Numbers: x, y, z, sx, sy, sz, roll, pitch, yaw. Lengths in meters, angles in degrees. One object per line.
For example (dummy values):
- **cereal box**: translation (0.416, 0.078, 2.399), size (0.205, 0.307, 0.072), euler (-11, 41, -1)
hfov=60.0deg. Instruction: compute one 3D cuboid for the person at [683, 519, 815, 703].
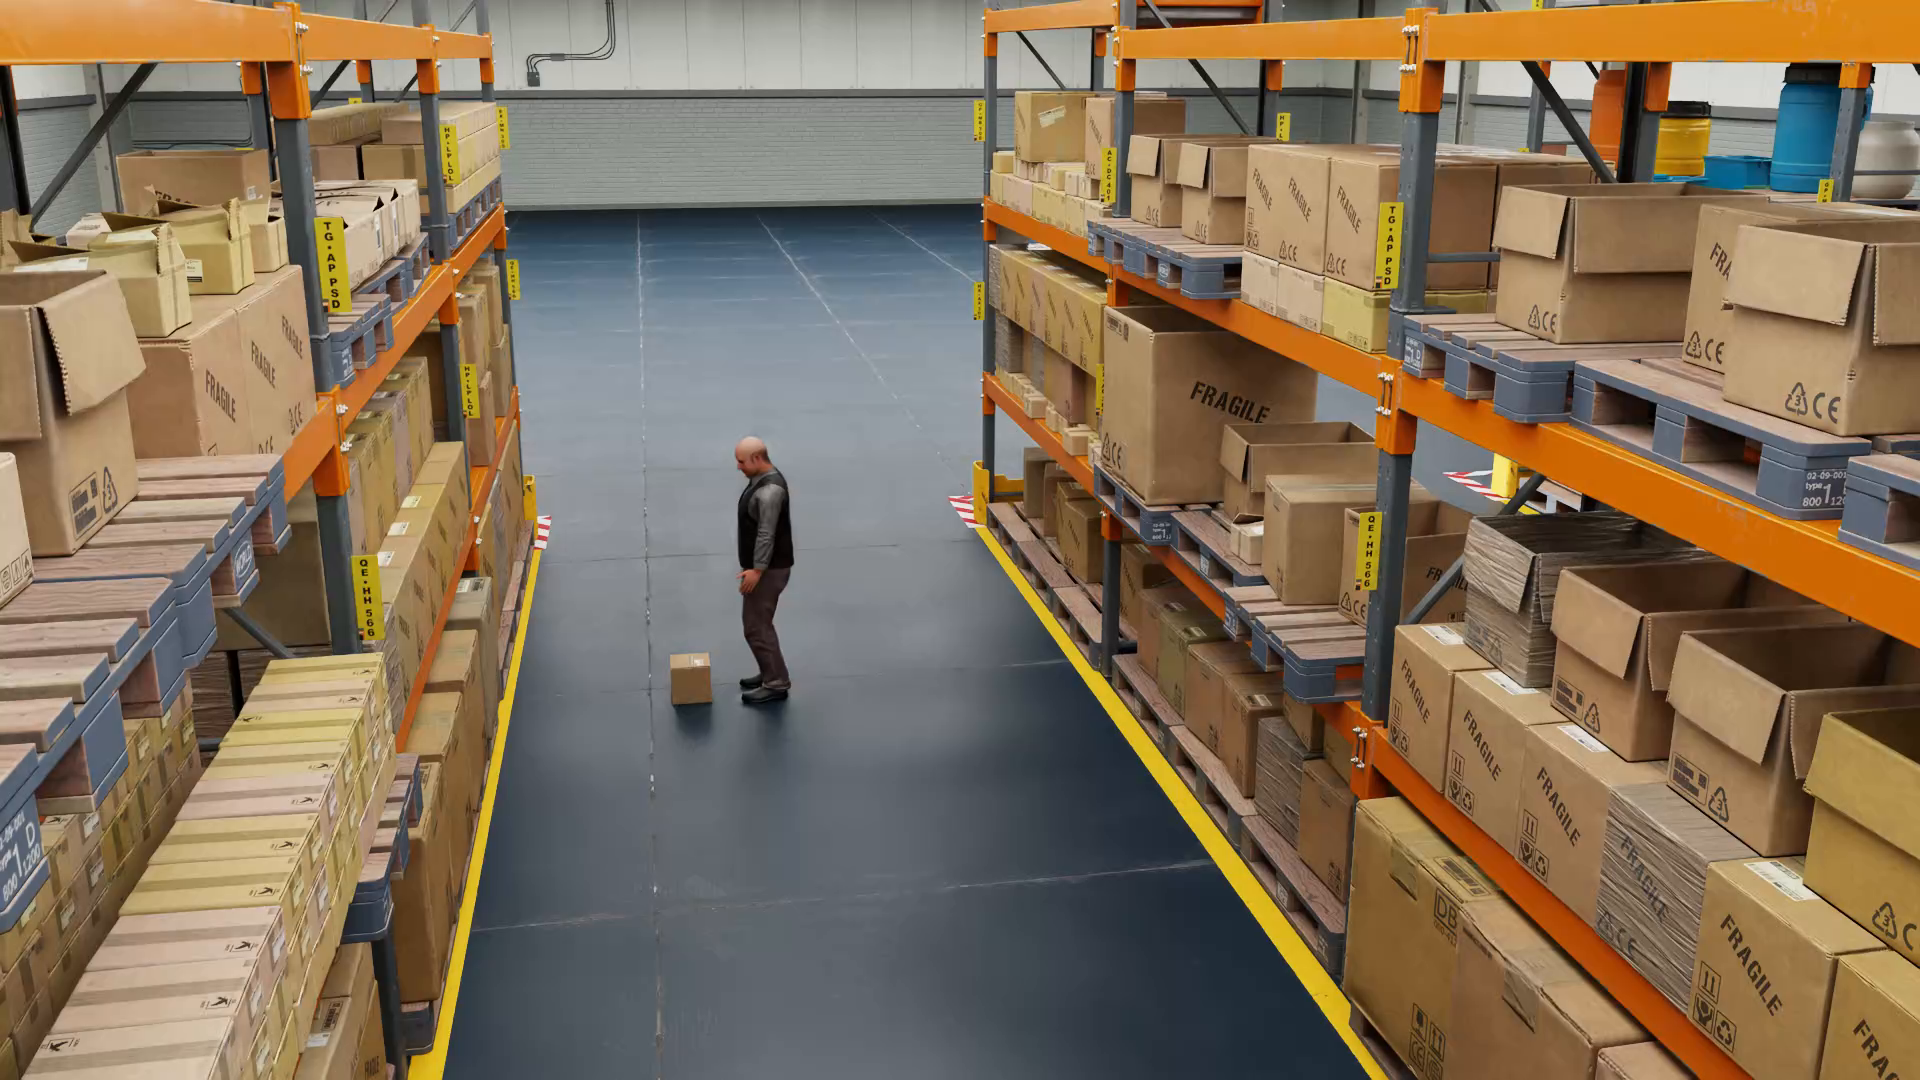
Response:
- **person**: translation (-1.327, 0.427, 10.558), size (0.805, 1.196, 0.578), euler (-3, 17, -10)
